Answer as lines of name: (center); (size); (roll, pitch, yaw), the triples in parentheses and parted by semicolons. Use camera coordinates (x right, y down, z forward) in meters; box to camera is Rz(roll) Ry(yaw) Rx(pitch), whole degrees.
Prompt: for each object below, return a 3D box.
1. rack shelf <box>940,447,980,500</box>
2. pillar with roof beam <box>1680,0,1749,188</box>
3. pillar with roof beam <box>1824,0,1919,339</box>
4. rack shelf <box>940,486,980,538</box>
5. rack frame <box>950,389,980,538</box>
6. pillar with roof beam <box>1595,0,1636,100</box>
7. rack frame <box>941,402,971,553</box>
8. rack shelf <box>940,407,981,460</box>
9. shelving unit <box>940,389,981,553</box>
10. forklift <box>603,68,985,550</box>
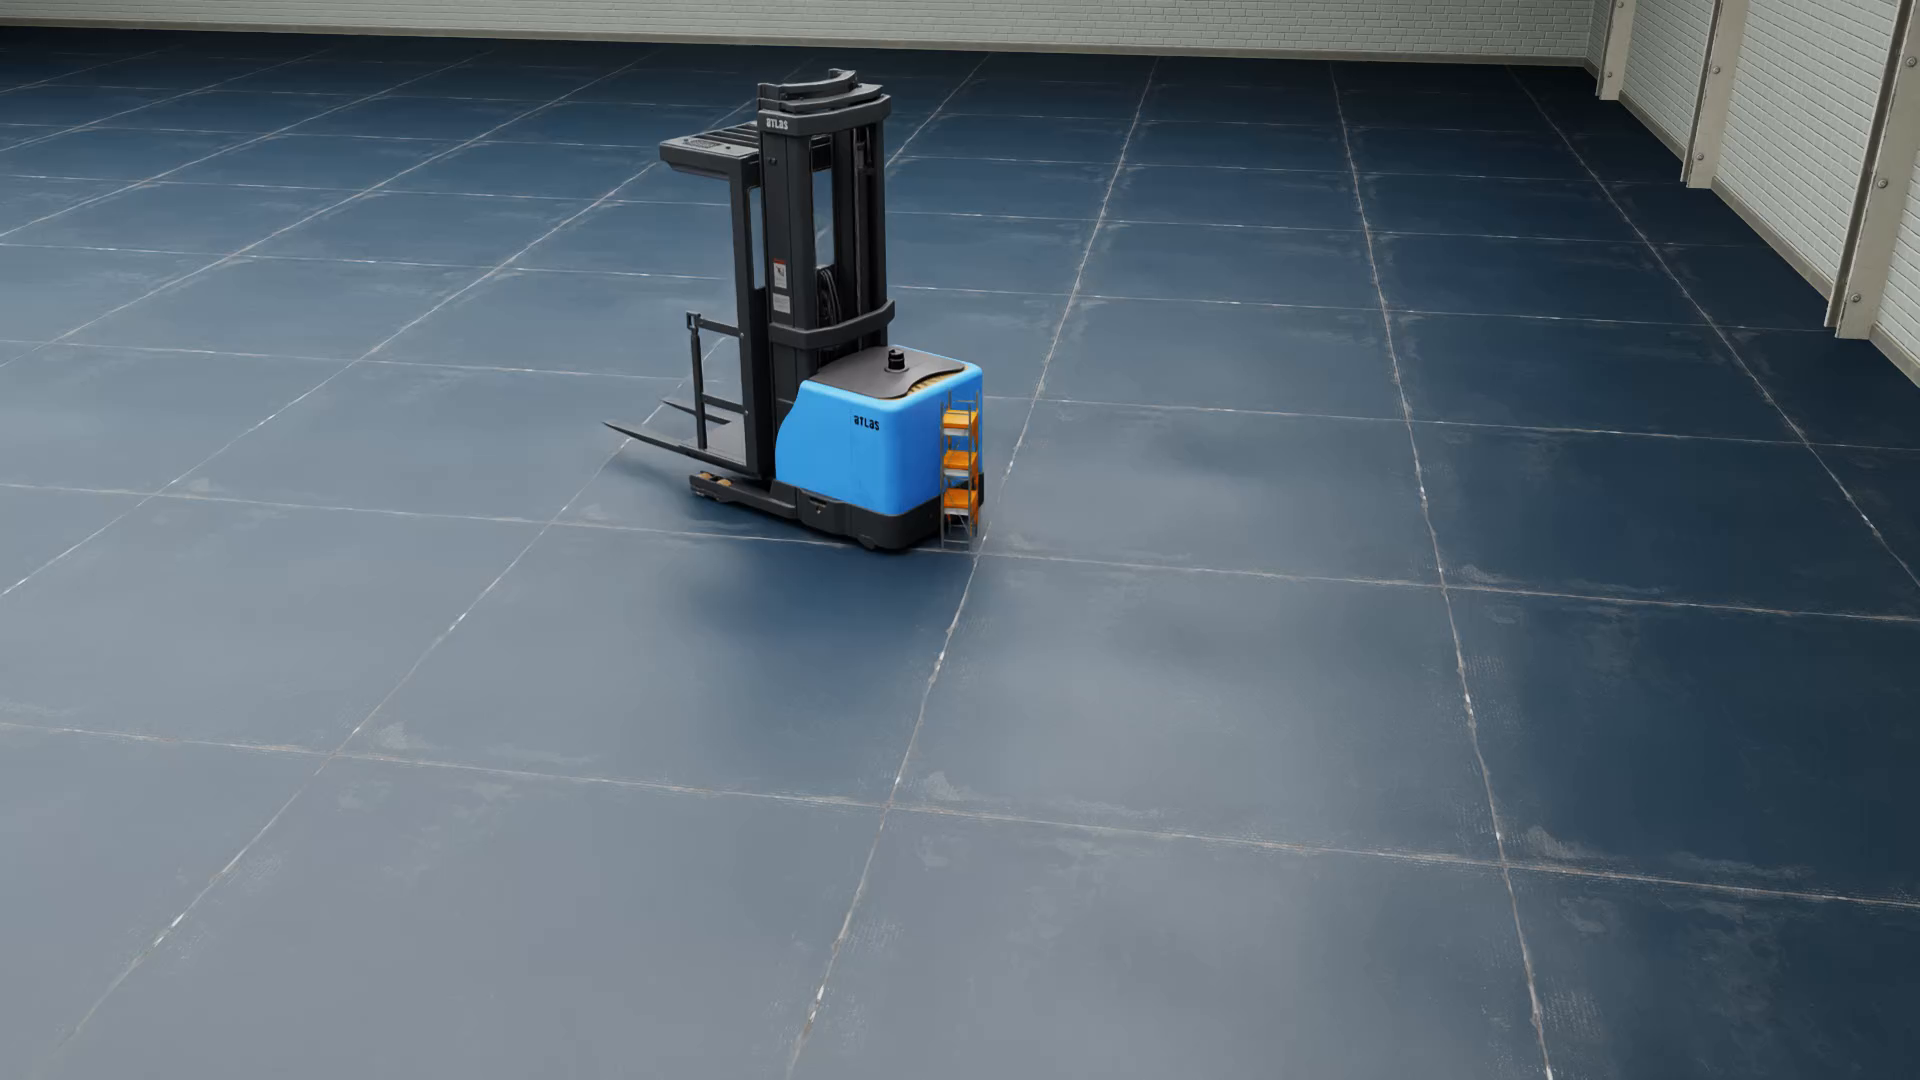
rack shelf: (0.003, -0.440, 10.977); (0.215, 0.259, 0.240); (6, 26, 12)
pillar with roof beam: (4.929, -8.802, 19.441); (9.100, 9.000, 0.400); (4, 25, 9)
pillar with roof beam: (3.949, -6.293, 14.080); (9.100, 9.000, 0.400); (4, 25, 9)
rack shelf: (0.003, -0.188, 11.094); (0.215, 0.259, 0.240); (6, 26, 12)
rack frame: (0.031, -0.500, 11.080); (0.200, 1.050, 0.008); (6, 26, 12)
pillar with roof beam: (5.910, -11.312, 24.802); (9.100, 9.000, 0.400); (4, 25, 9)
rack frame: (-0.025, -0.399, 10.864); (0.200, 1.050, 0.008); (6, 26, 12)
rack shelf: (0.003, -0.697, 10.856); (0.215, 0.259, 0.240); (6, 26, 12)
shelving unit: (0.003, -0.450, 10.972); (0.215, 1.050, 0.252); (6, 26, 12)
forklift: (-1.306, -1.747, 11.525); (3.031, 2.935, 1.130); (18, 30, 33)
